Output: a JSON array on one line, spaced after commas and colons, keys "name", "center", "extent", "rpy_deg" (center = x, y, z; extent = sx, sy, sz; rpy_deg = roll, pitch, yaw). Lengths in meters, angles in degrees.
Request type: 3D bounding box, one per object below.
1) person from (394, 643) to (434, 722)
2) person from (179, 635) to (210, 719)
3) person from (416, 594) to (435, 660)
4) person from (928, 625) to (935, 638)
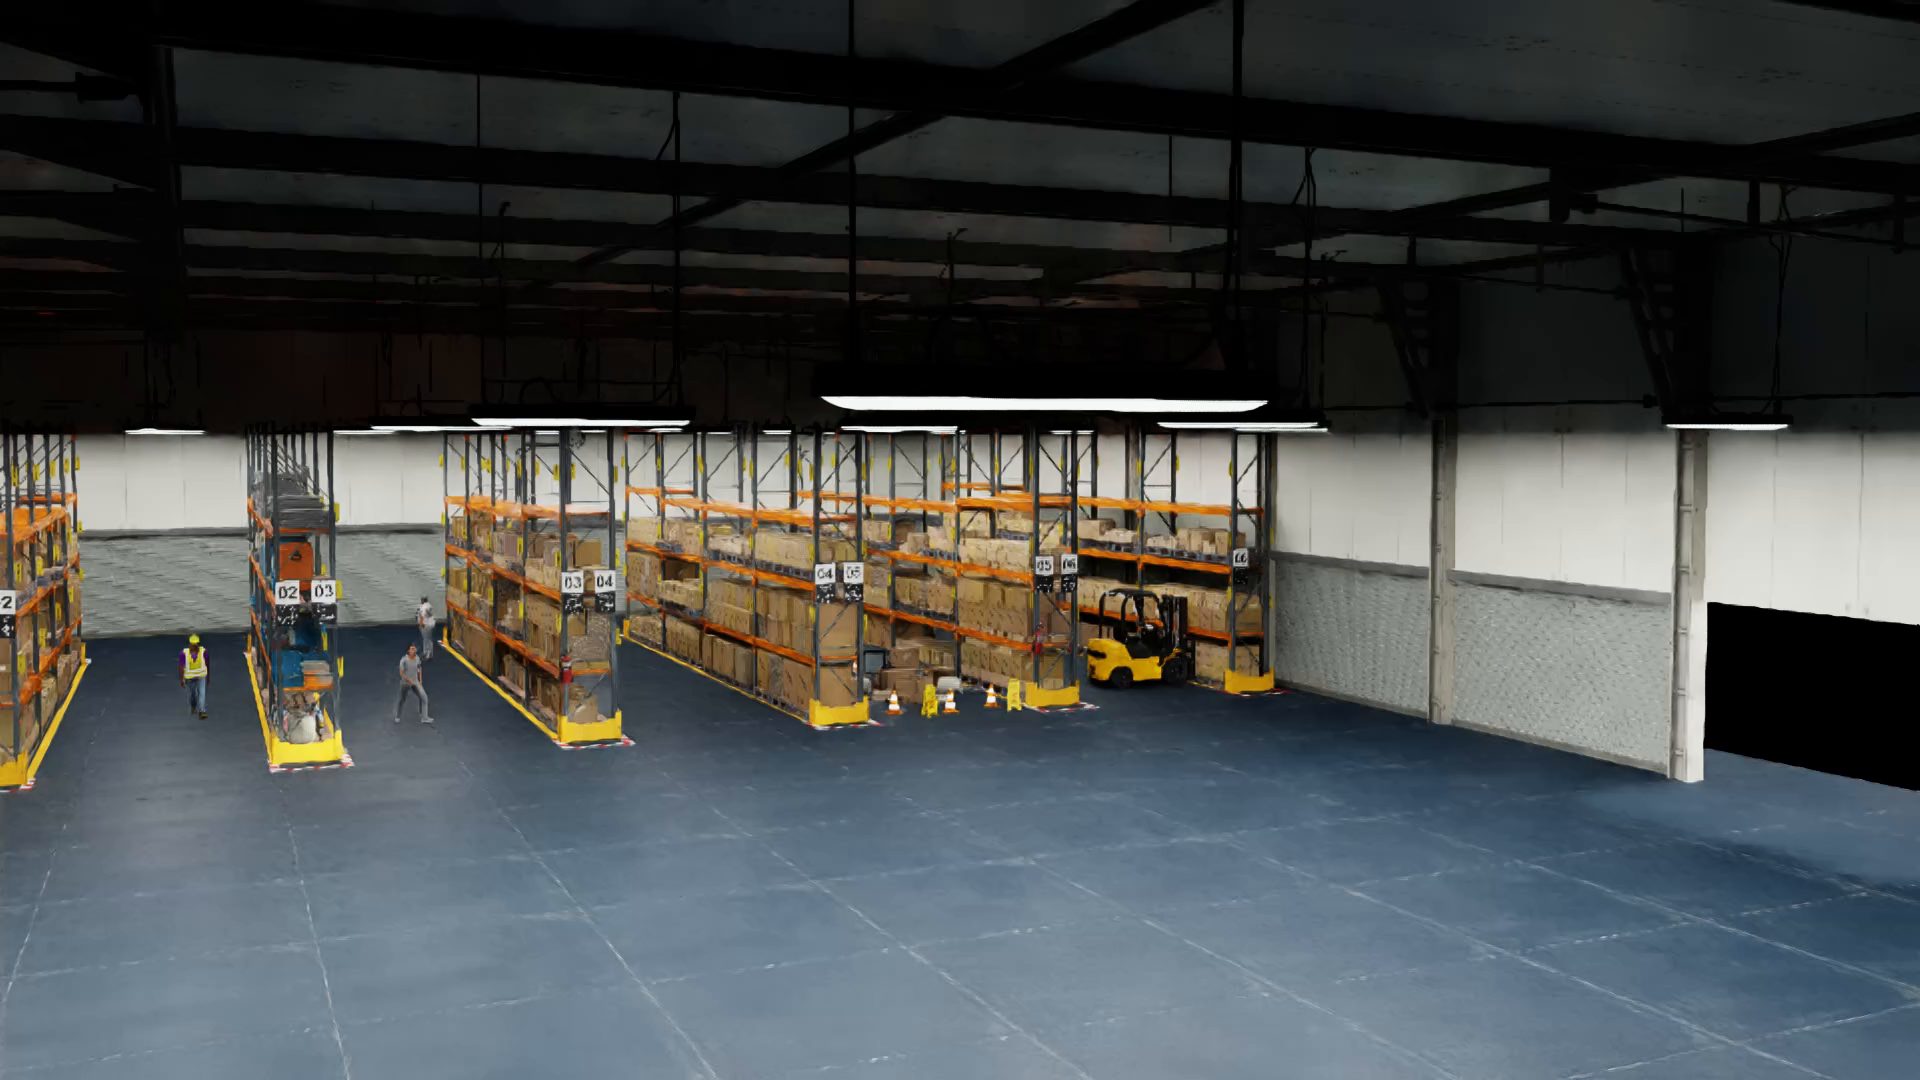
[{"name": "person", "center": [-10.958, 2.835, 33.182], "extent": [0.609, 1.601, 0.817], "rpy_deg": [-3, 5, -42]}, {"name": "person", "center": [-15.534, 2.757, 33.743], "extent": [0.577, 1.691, 1.121], "rpy_deg": [-1, 4, -22]}, {"name": "person", "center": [-13.733, 2.216, 42.675], "extent": [0.554, 1.659, 0.598], "rpy_deg": [0, 4, 6]}, {"name": "person", "center": [-1.000, 1.905, 46.603], "extent": [0.637, 1.775, 0.676], "rpy_deg": [0, 4, 4]}]
